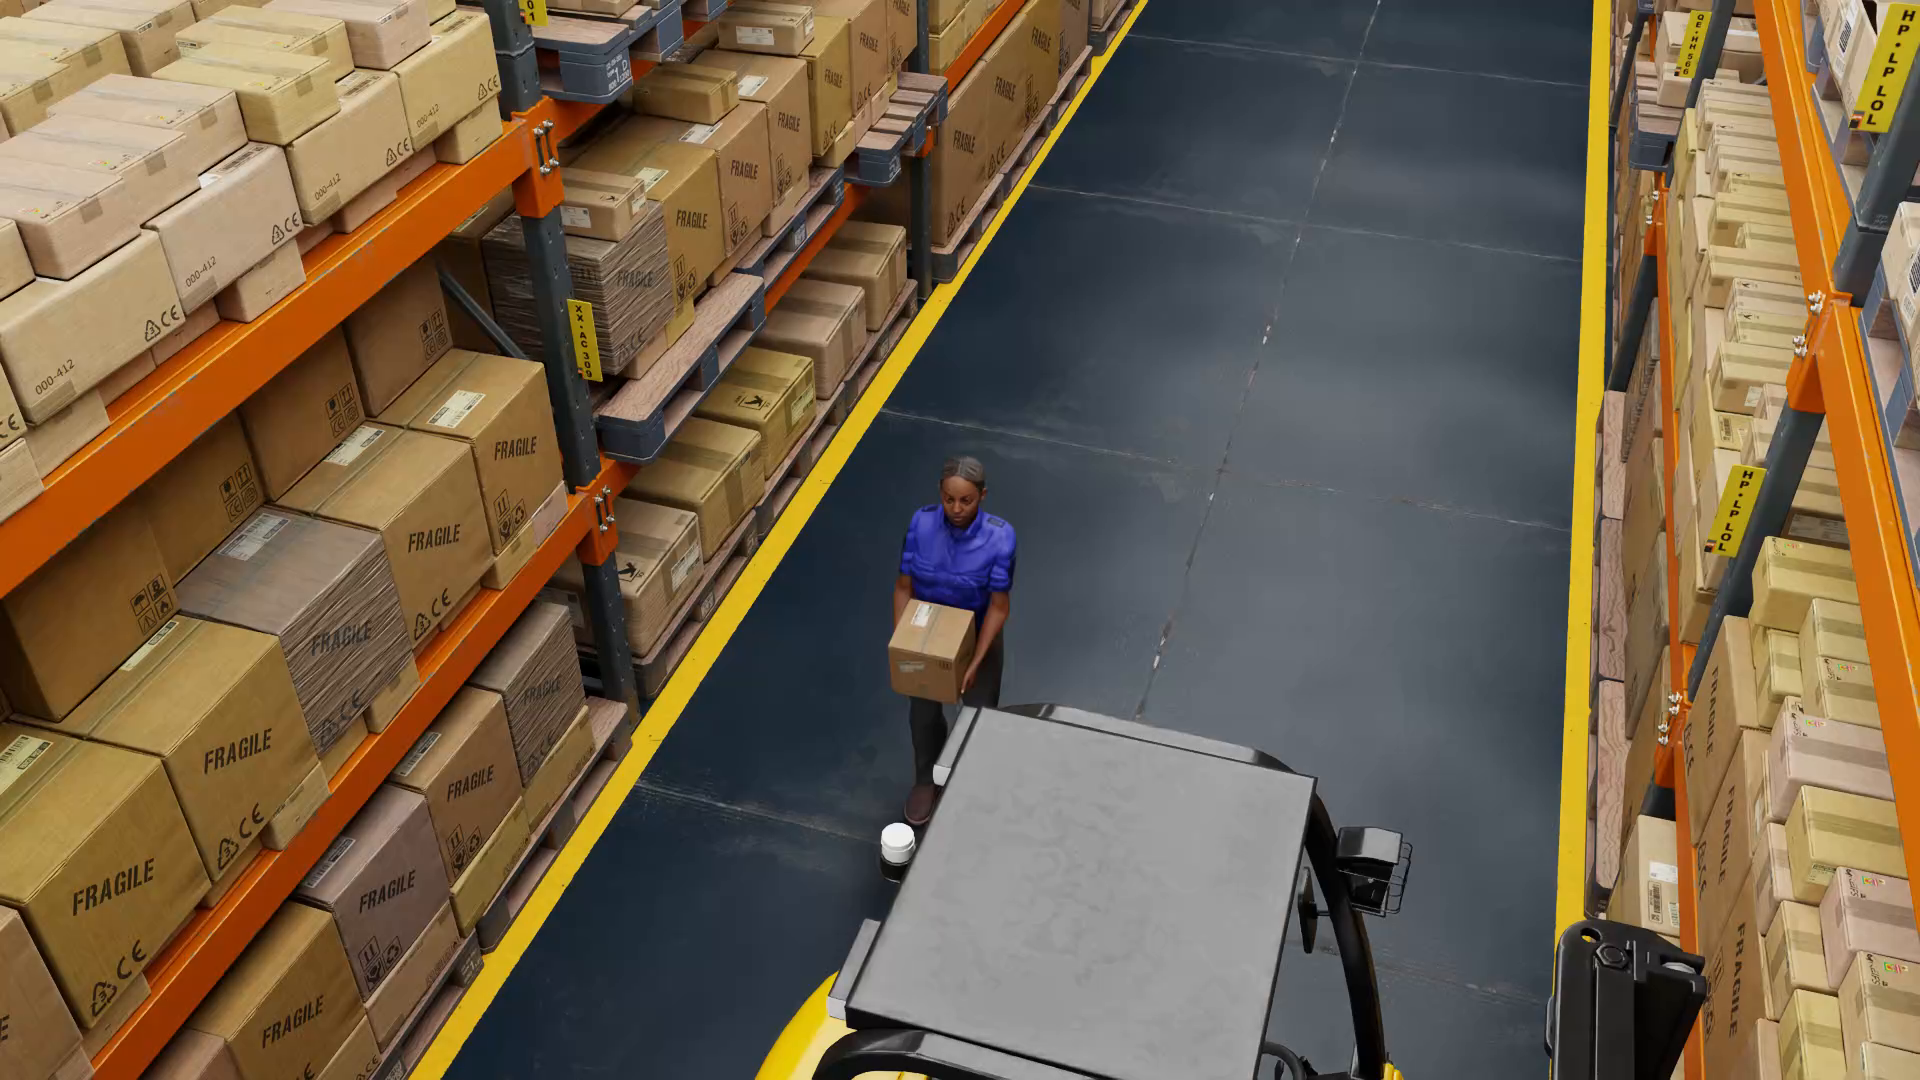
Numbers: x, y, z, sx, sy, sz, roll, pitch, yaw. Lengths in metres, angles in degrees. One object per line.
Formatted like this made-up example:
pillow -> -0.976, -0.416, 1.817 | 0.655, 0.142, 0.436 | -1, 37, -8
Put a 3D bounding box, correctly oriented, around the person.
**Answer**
person -> -0.044, 0.441, 6.322 | 0.449, 1.655, 0.500 | 11, 39, 14
